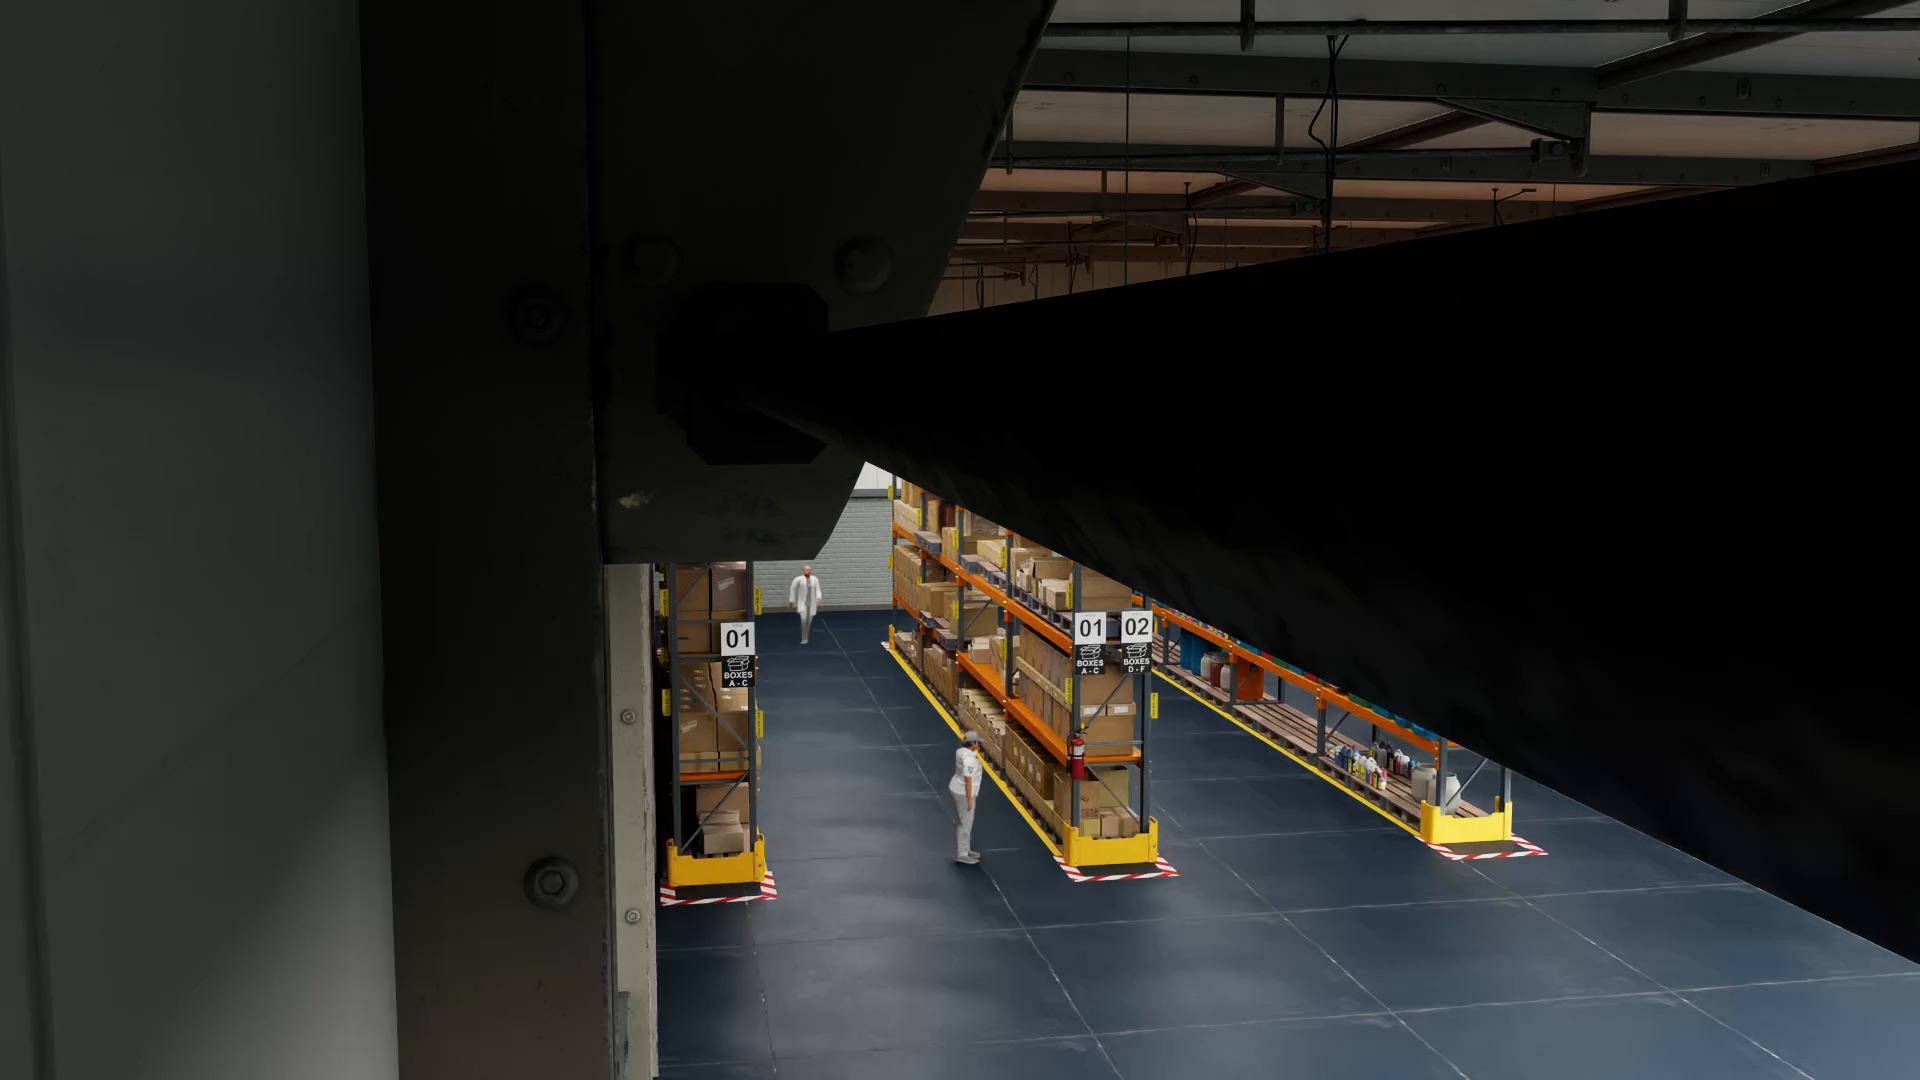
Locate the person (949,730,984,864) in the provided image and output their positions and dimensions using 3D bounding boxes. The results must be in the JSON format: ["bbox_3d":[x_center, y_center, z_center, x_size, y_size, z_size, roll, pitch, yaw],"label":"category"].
[{"bbox_3d":[0.090,3.238,21.041,0.441,1.685,0.506,-1,6,-10],"label":"person"}]

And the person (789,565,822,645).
[{"bbox_3d":[-3.479,1.518,37.356,0.696,1.781,0.787,-2,6,-17],"label":"person"}]
